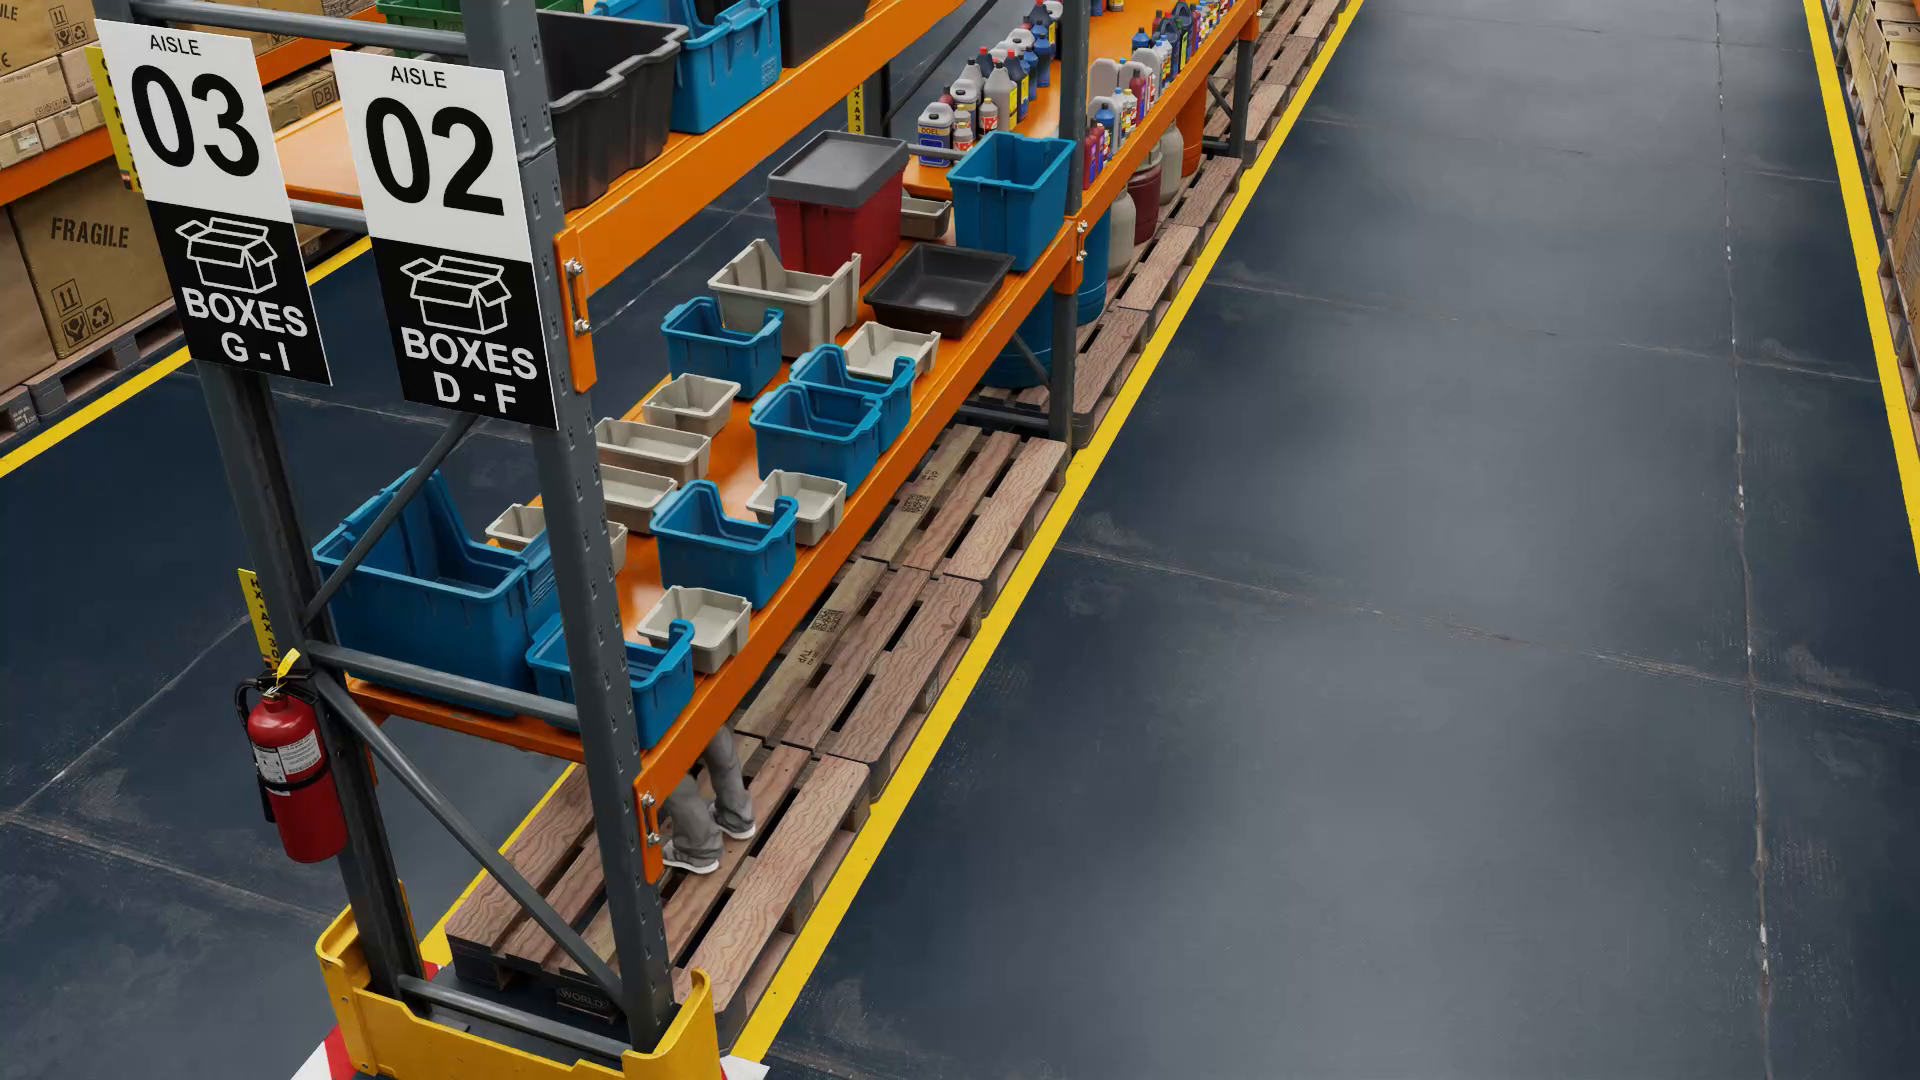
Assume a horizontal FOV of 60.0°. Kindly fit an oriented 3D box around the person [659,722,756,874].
[{"bbox_3d":[-1.052,0.546,5.474,0.906,1.024,0.384,18,38,25],"label":"person"}]
